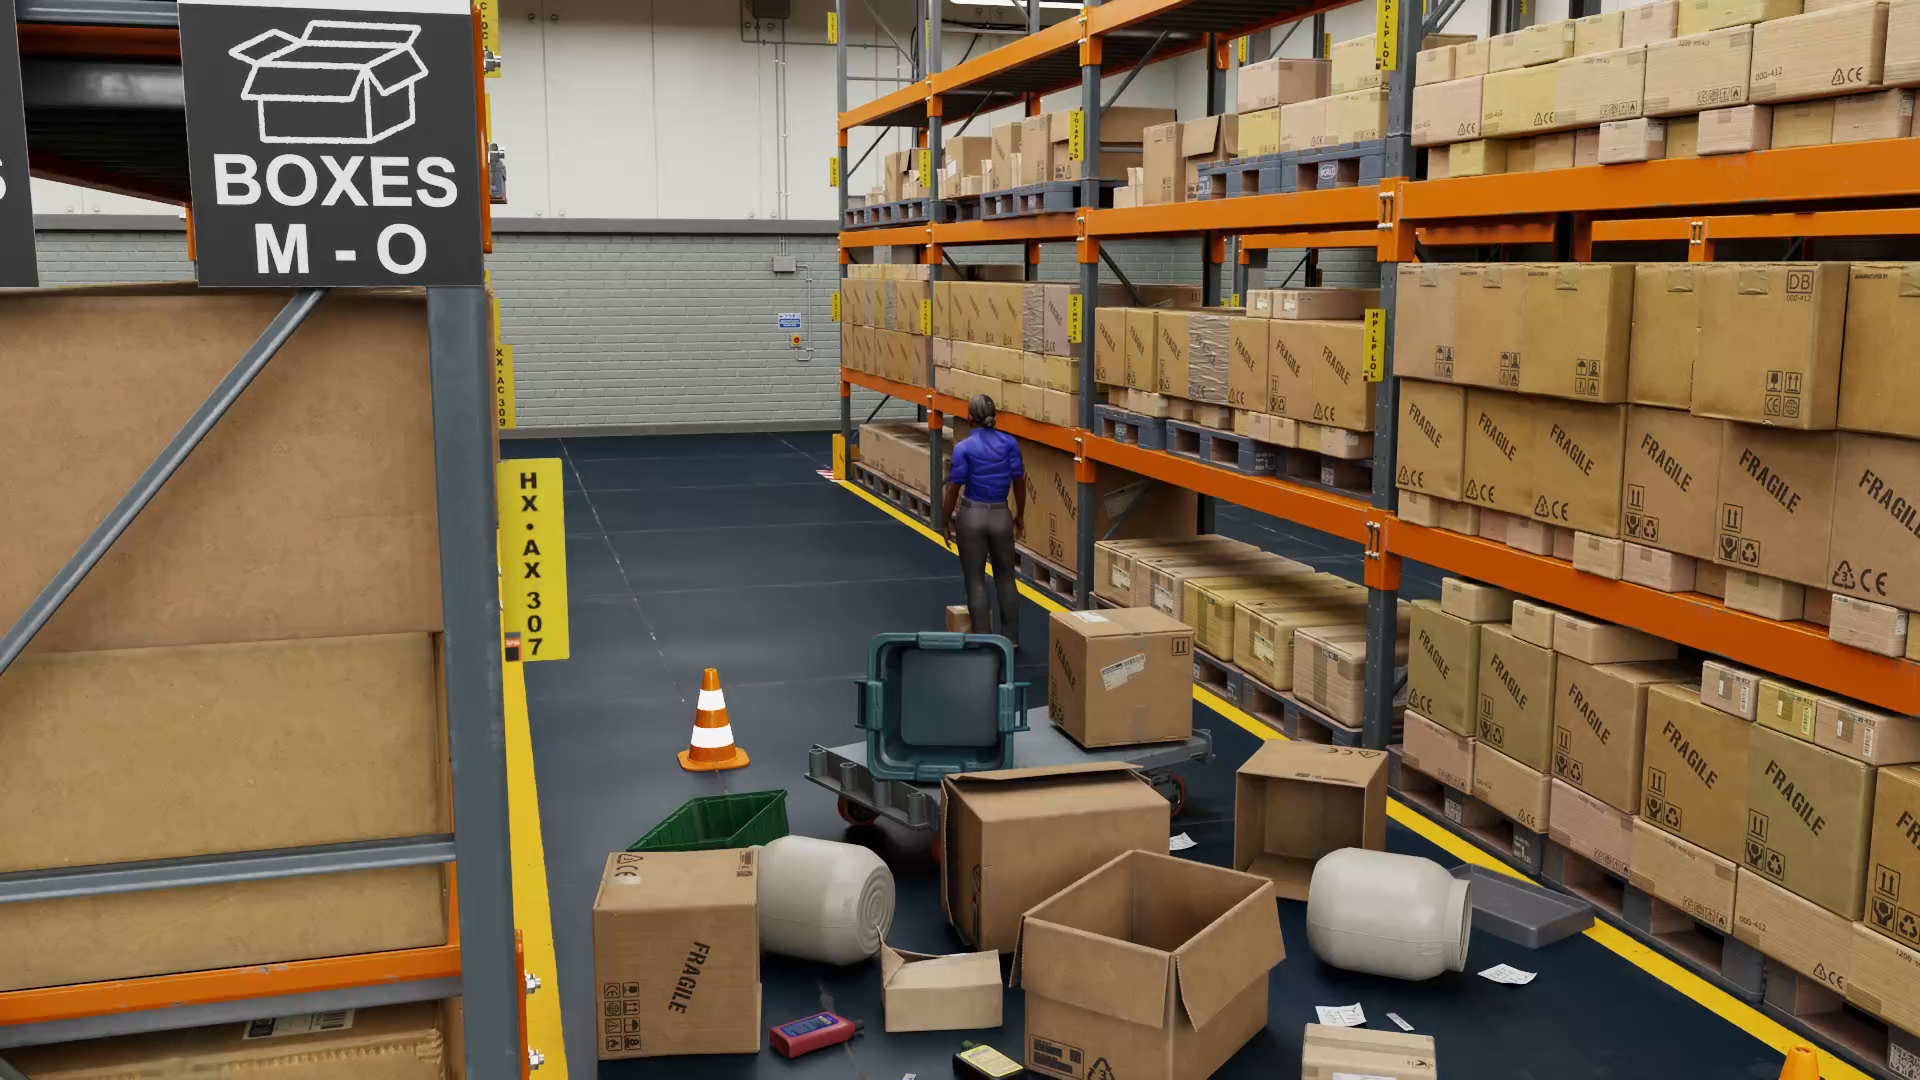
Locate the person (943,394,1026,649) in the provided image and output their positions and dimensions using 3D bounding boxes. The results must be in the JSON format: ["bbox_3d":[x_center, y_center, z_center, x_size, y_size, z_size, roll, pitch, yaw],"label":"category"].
[{"bbox_3d":[0.147,-0.102,10.468,0.569,1.654,0.504,-3,10,-16],"label":"person"}]
